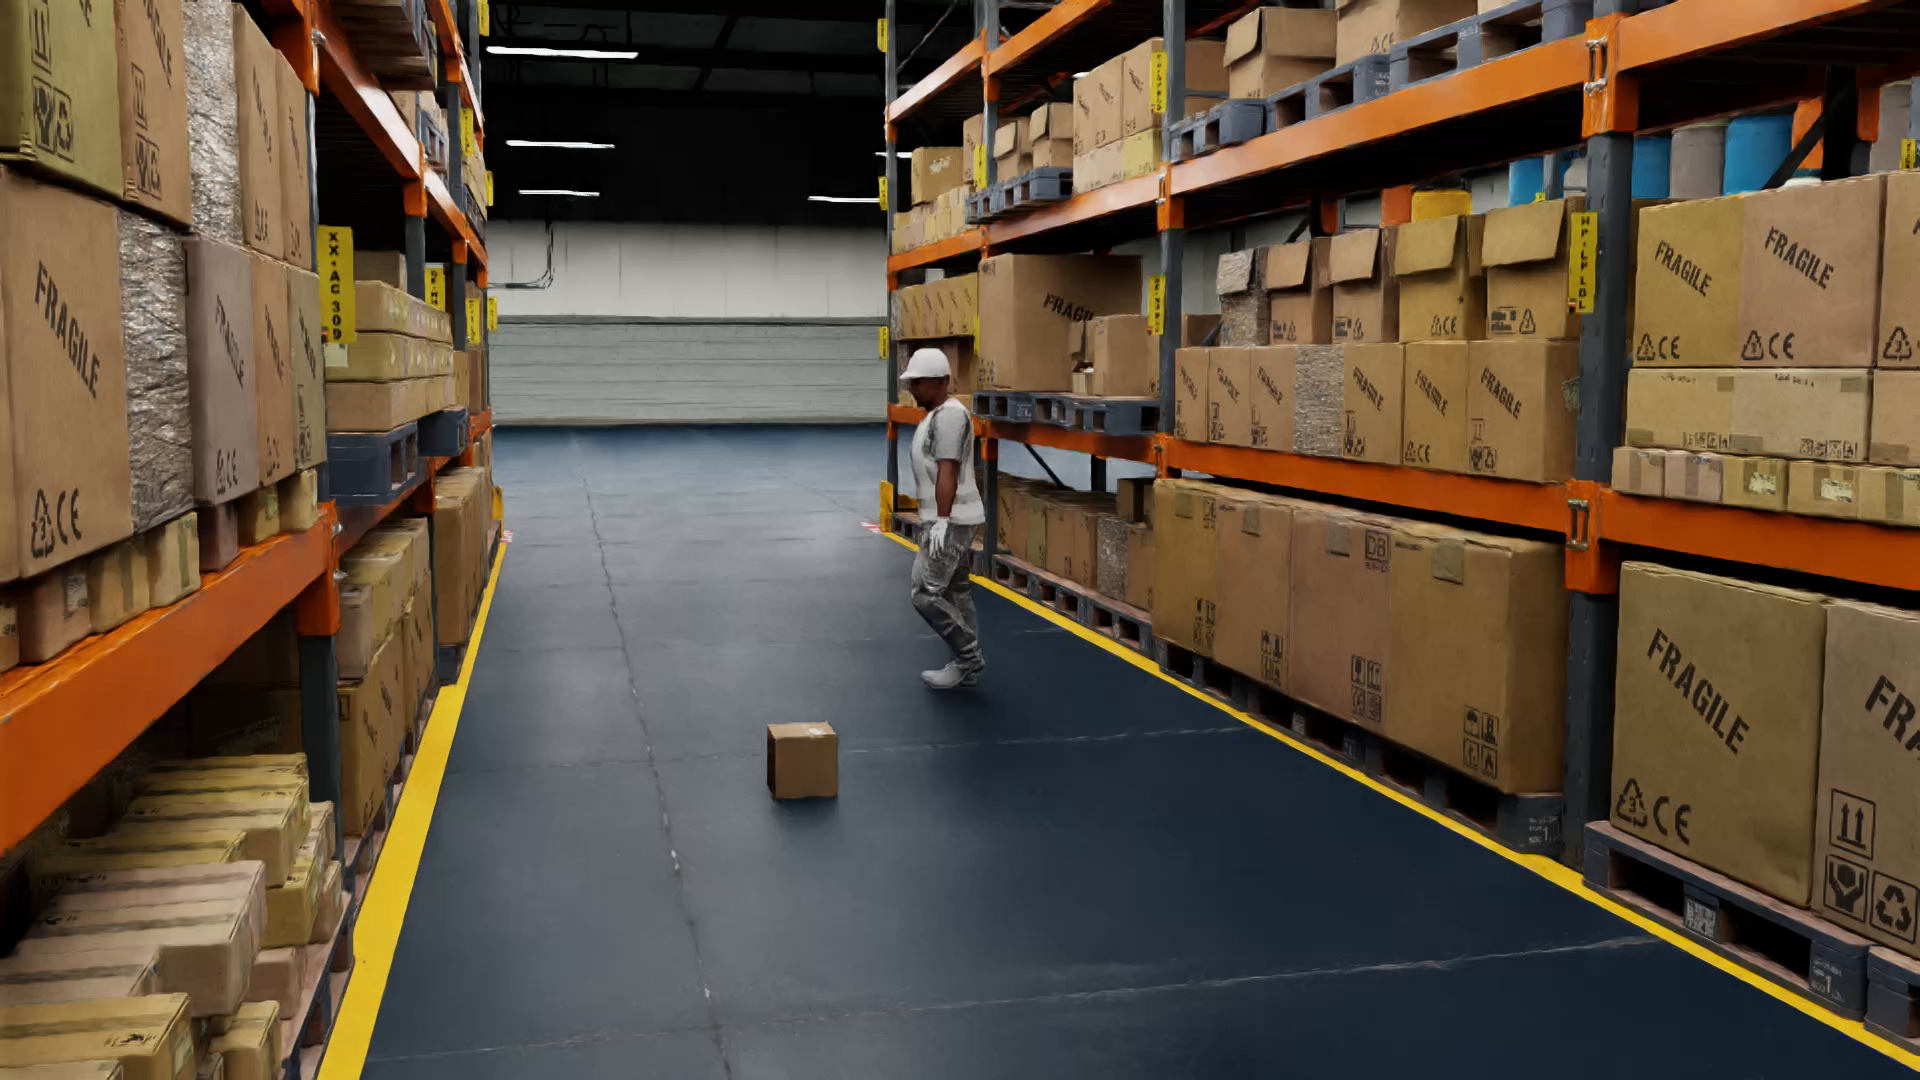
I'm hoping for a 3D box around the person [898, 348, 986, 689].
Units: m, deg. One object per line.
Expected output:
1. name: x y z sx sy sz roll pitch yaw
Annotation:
1. person: -0.091 -0.088 8.419 0.445 1.762 0.726 -1 6 -6
